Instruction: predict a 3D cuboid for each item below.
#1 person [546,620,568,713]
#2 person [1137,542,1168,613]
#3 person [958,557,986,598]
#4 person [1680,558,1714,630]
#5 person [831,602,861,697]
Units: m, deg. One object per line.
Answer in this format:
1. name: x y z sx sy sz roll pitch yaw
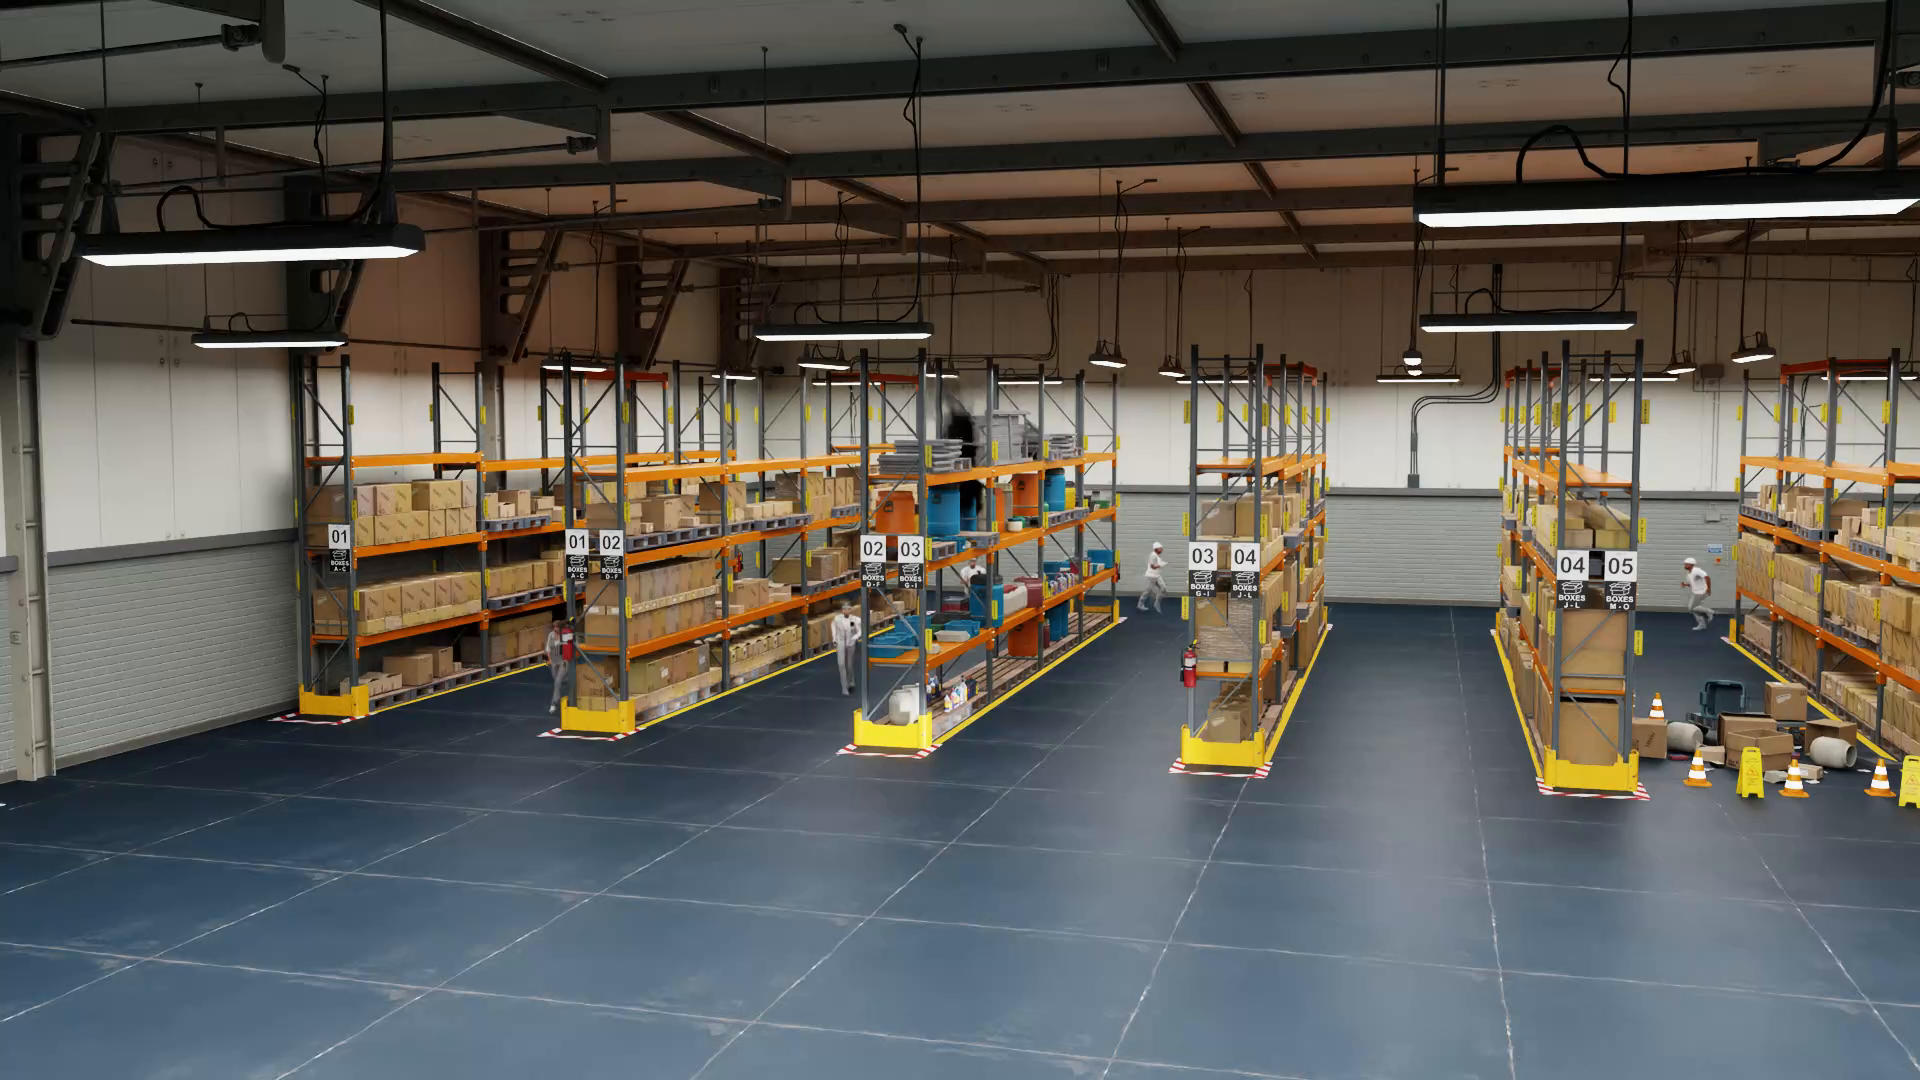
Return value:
1. person: -6.763 2.122 28.312 0.541 1.581 0.856 1 4 16
2. person: 4.888 0.970 42.137 0.845 1.832 0.645 2 5 29
3. person: 0.298 1.233 38.287 0.642 1.816 0.915 1 4 9
4. person: 17.258 1.257 38.916 0.737 1.684 0.690 1 4 12
5. person: -2.027 1.922 30.014 0.615 1.689 0.928 0 4 2
